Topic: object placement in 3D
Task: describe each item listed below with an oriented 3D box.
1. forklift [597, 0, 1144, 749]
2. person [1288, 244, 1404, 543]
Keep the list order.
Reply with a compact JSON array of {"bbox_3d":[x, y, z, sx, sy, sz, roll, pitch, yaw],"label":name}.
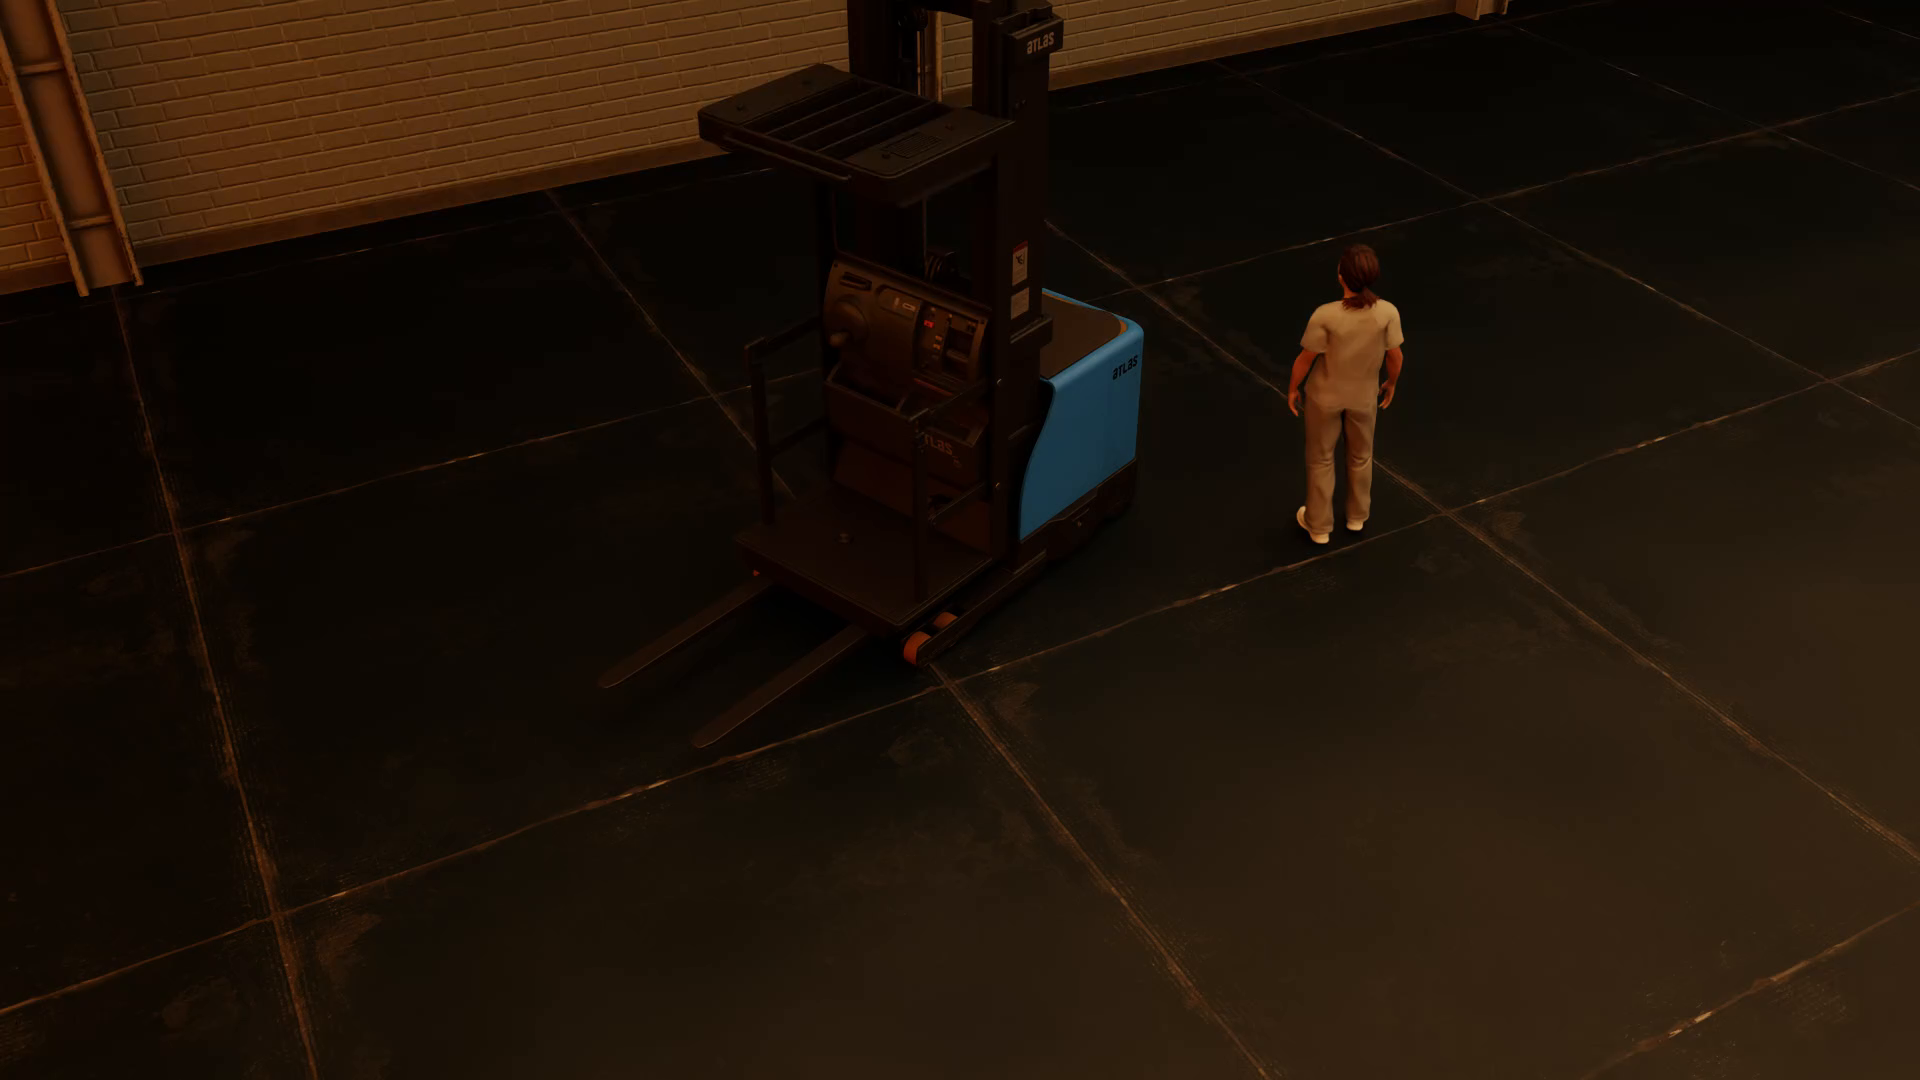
[{"bbox_3d":[-0.390,-0.927,7.434,1.130,2.935,3.031,26,43,31],"label":"forklift"},{"bbox_3d":[1.892,-0.736,8.244,0.557,1.679,0.541,0,35,0],"label":"person"}]
